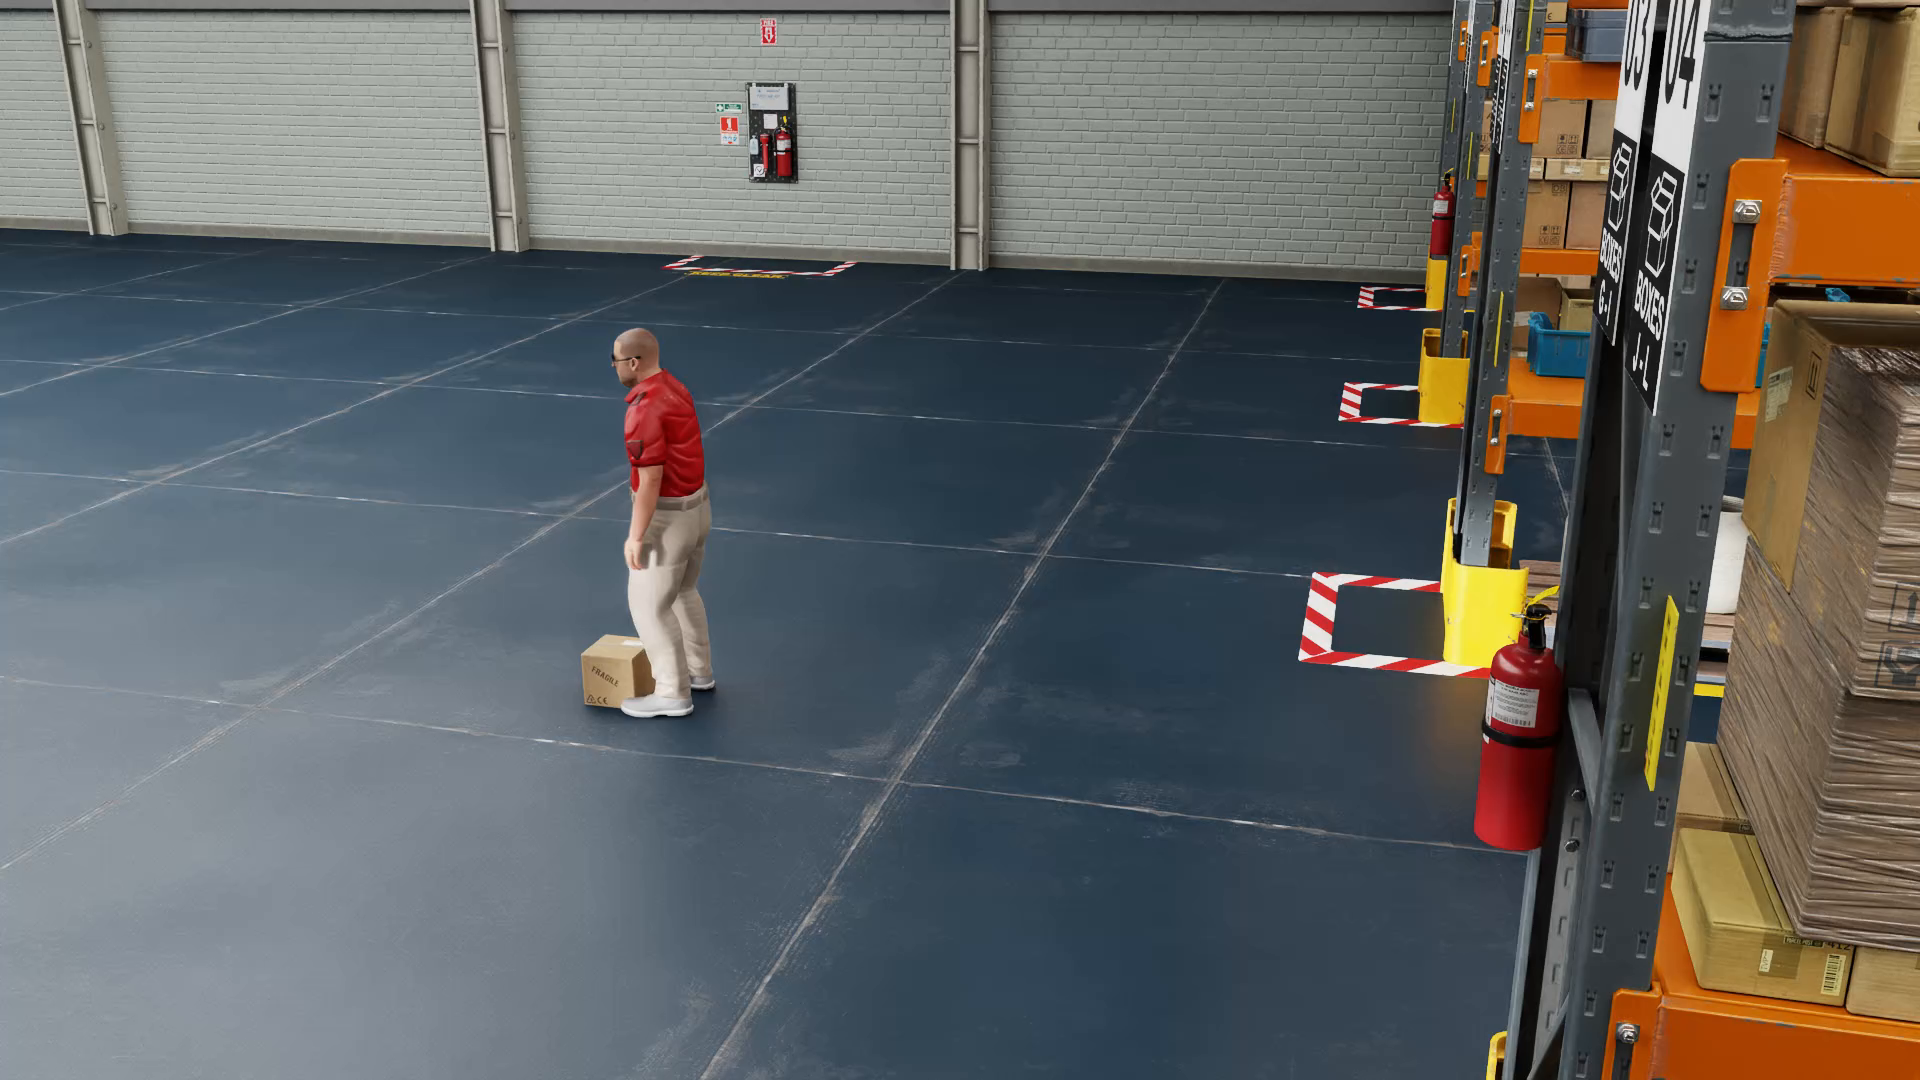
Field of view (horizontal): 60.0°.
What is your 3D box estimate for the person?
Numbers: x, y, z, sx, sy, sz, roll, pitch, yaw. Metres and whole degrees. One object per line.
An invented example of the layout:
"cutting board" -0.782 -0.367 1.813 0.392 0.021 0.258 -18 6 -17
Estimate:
"person" -1.310 -0.081 7.326 0.386 1.726 0.594 4 19 12
